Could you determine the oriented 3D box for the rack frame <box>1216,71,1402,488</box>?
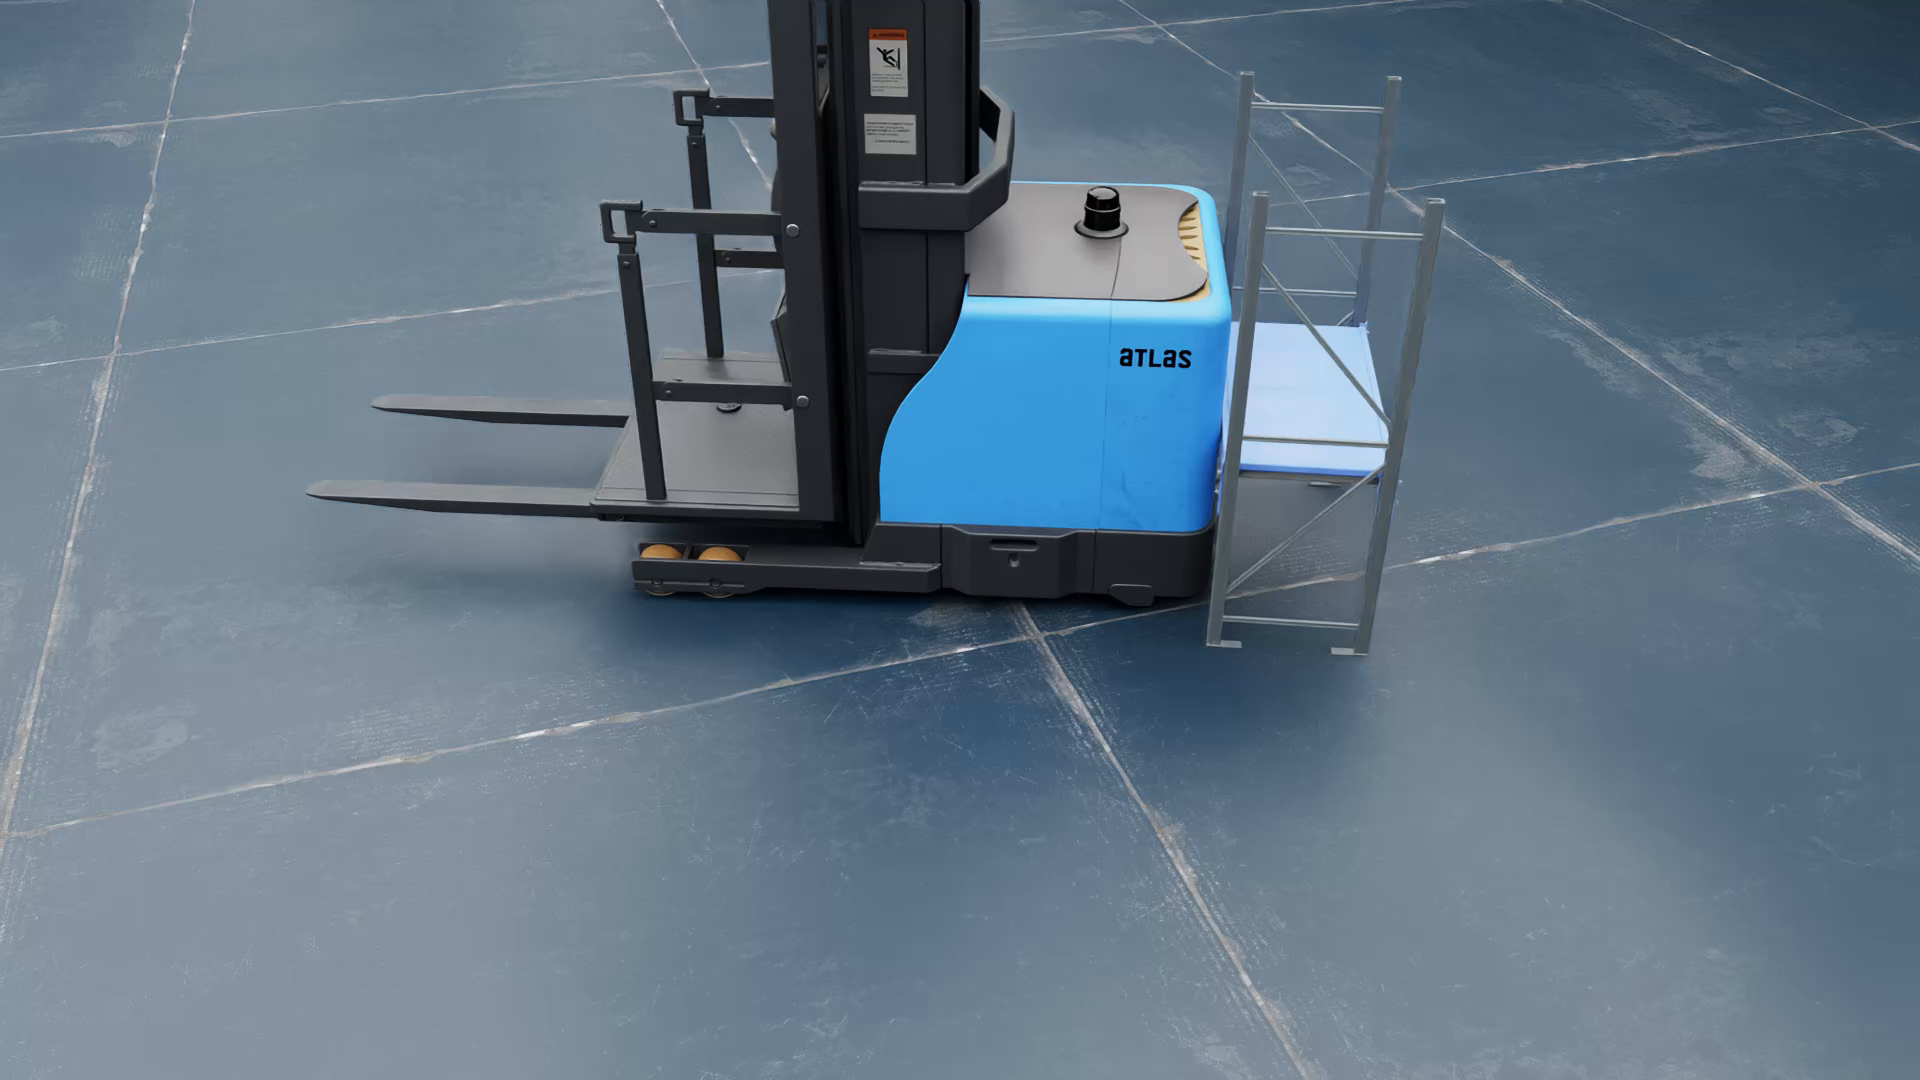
[{"bbox_3d":[1.136,-0.839,5.659,0.500,1.500,0.032,4,34,5],"label":"rack frame"}]

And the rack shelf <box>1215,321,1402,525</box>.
[{"bbox_3d":[1.081,-0.411,5.336,0.538,0.185,1.000,4,34,5],"label":"rack shelf"}]

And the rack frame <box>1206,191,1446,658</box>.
[{"bbox_3d":[1.027,-0.282,4.815,0.500,1.500,0.032,4,34,5],"label":"rack frame"}]

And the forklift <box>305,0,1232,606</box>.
[{"bbox_3d":[-0.669,-1.320,5.089,3.031,2.935,1.130,2,34,3],"label":"forklift"}]

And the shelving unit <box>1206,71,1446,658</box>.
[{"bbox_3d":[1.082,-0.561,5.237,0.538,1.500,1.048,4,34,5],"label":"shelving unit"}]
